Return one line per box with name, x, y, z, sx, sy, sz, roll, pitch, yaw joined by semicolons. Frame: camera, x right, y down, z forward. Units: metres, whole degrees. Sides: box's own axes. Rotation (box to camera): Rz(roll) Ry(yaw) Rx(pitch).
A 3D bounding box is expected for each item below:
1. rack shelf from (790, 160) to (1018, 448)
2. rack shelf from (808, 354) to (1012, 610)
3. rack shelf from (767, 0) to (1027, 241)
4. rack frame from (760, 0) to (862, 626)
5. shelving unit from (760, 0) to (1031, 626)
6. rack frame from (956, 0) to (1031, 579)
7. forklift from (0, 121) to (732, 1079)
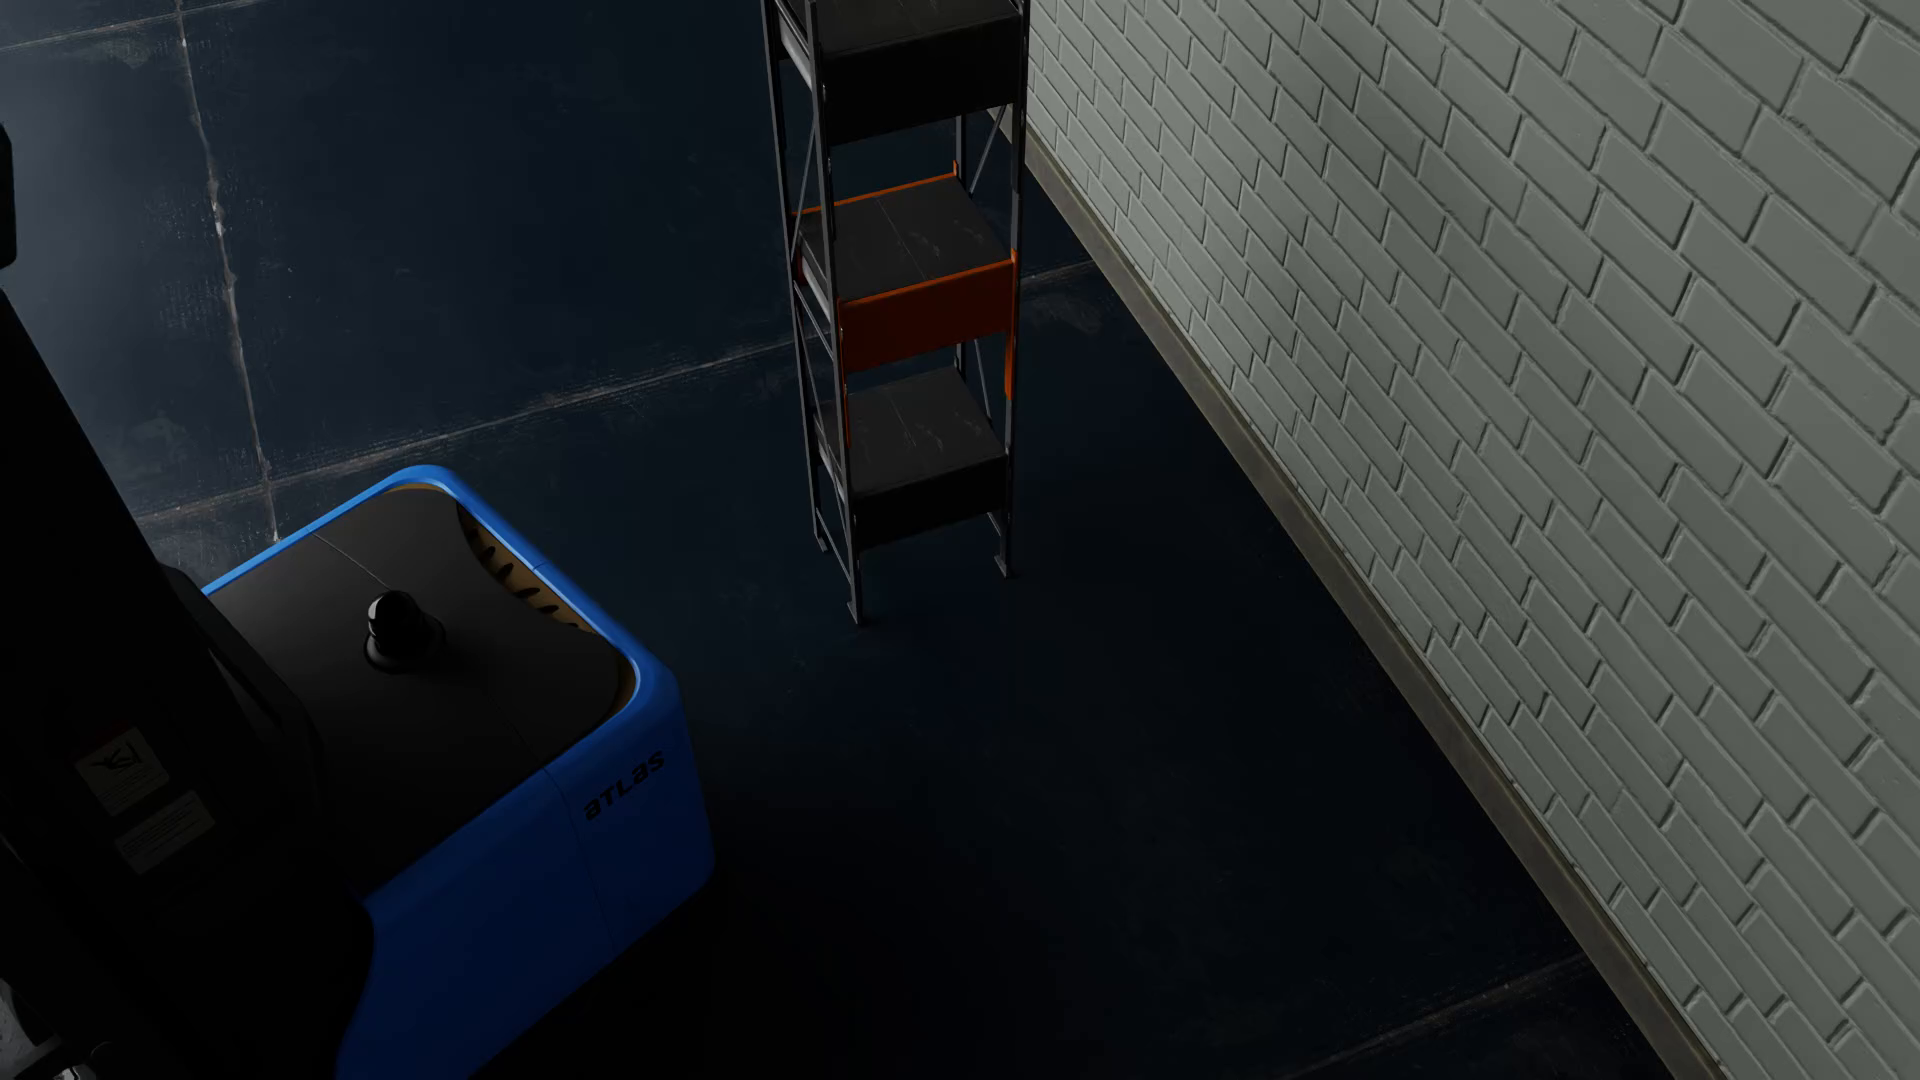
rack shelf;-0.153;-0.628;4.423;0.480;0.518;0.431;-17;52;-14
rack shelf;-0.153;-0.172;4.954;0.480;0.518;0.431;-17;52;-14
rack shelf;-0.153;-1.084;3.892;0.480;0.518;0.431;-17;52;-14
rack frame;-0.379;-0.567;4.353;0.015;2.100;0.400;-17;52;-14
shelving unit;-0.153;-0.637;4.413;0.503;2.100;0.431;-17;52;-14
rack frame;0.073;-0.707;4.473;0.015;2.100;0.400;-17;52;-14
forklift;-1.992;0.585;2.815;3.031;2.935;1.130;-37;59;-27
